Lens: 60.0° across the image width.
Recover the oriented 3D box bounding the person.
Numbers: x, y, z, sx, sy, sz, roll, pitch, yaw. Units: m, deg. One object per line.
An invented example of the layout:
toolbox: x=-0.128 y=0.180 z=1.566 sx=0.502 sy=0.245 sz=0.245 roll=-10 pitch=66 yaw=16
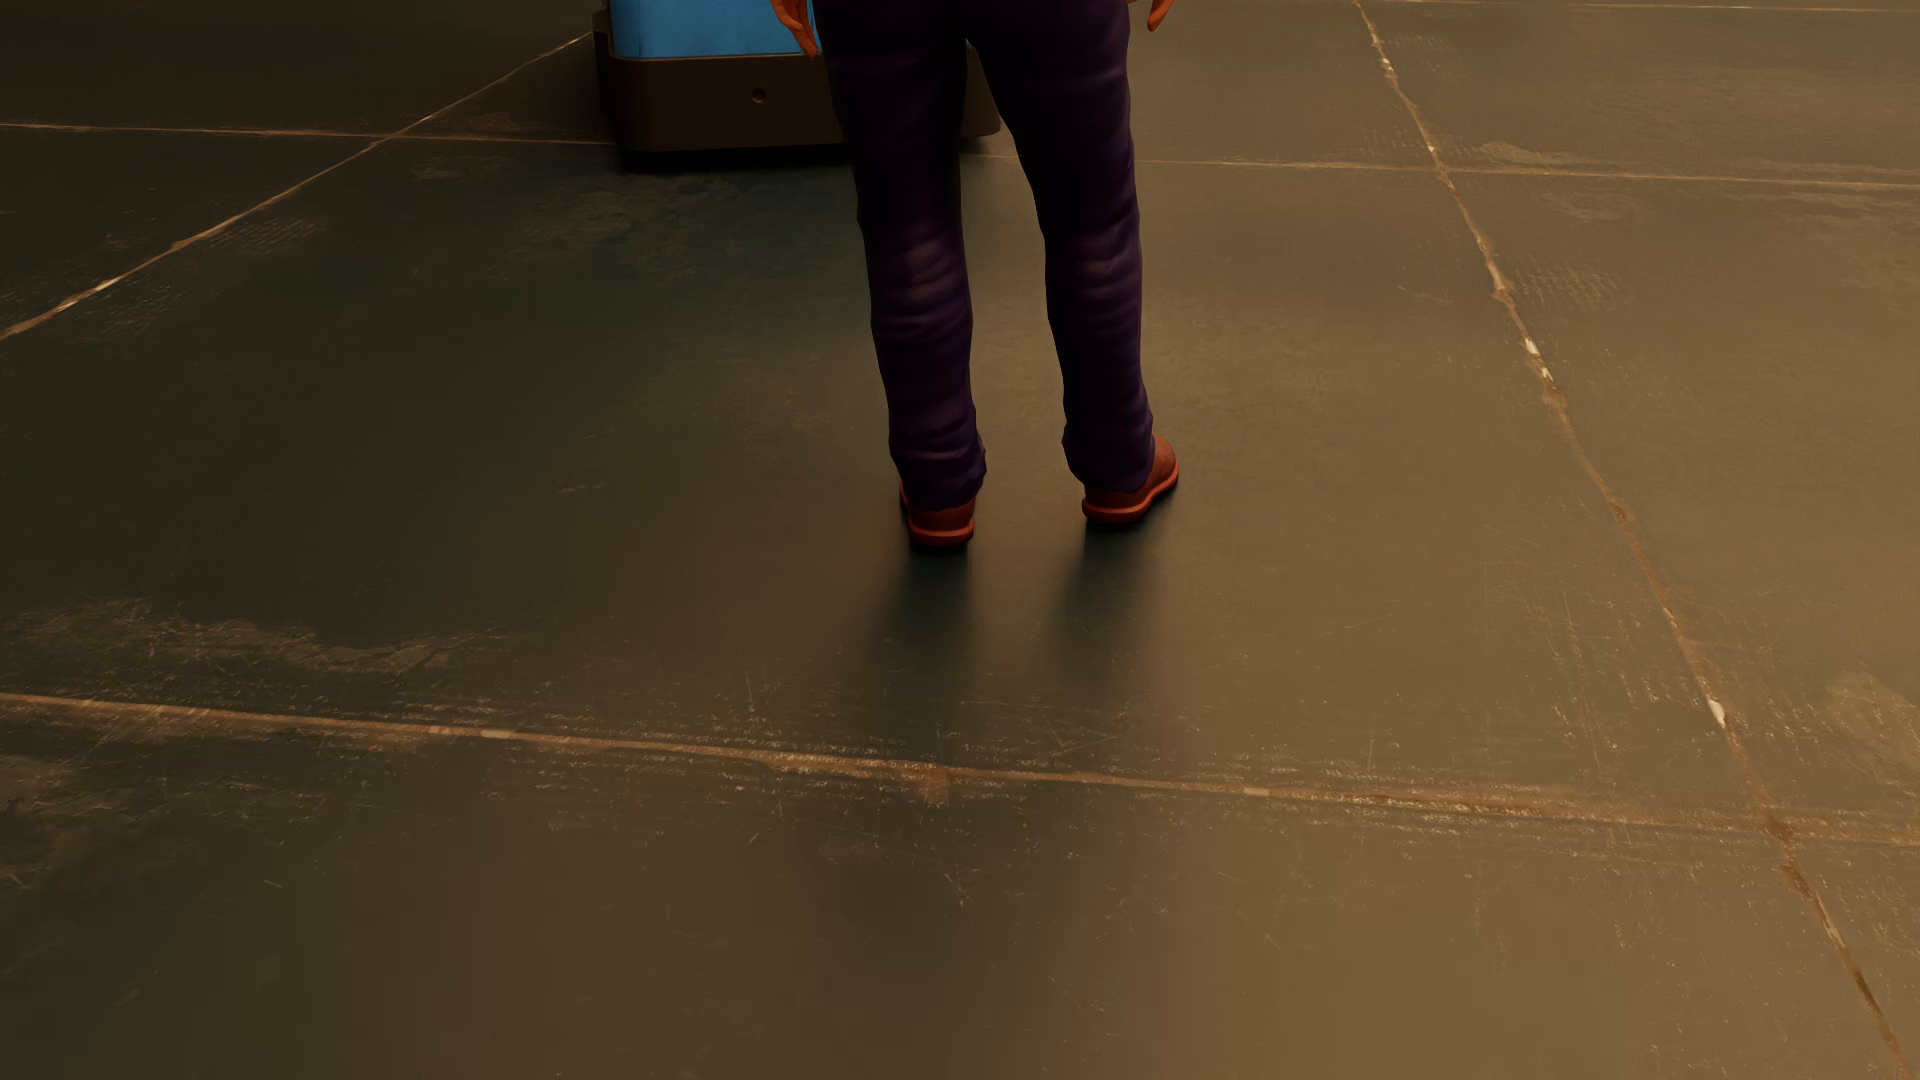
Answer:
person: x=0.035 y=-0.782 z=2.206 sx=0.597 sy=1.651 sz=0.502 roll=3 pitch=27 yaw=7

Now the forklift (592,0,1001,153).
forklift: x=-0.689 y=-2.969 z=5.169 sx=1.130 sy=2.935 sz=3.031 roll=-5 pitch=27 yaw=-10
